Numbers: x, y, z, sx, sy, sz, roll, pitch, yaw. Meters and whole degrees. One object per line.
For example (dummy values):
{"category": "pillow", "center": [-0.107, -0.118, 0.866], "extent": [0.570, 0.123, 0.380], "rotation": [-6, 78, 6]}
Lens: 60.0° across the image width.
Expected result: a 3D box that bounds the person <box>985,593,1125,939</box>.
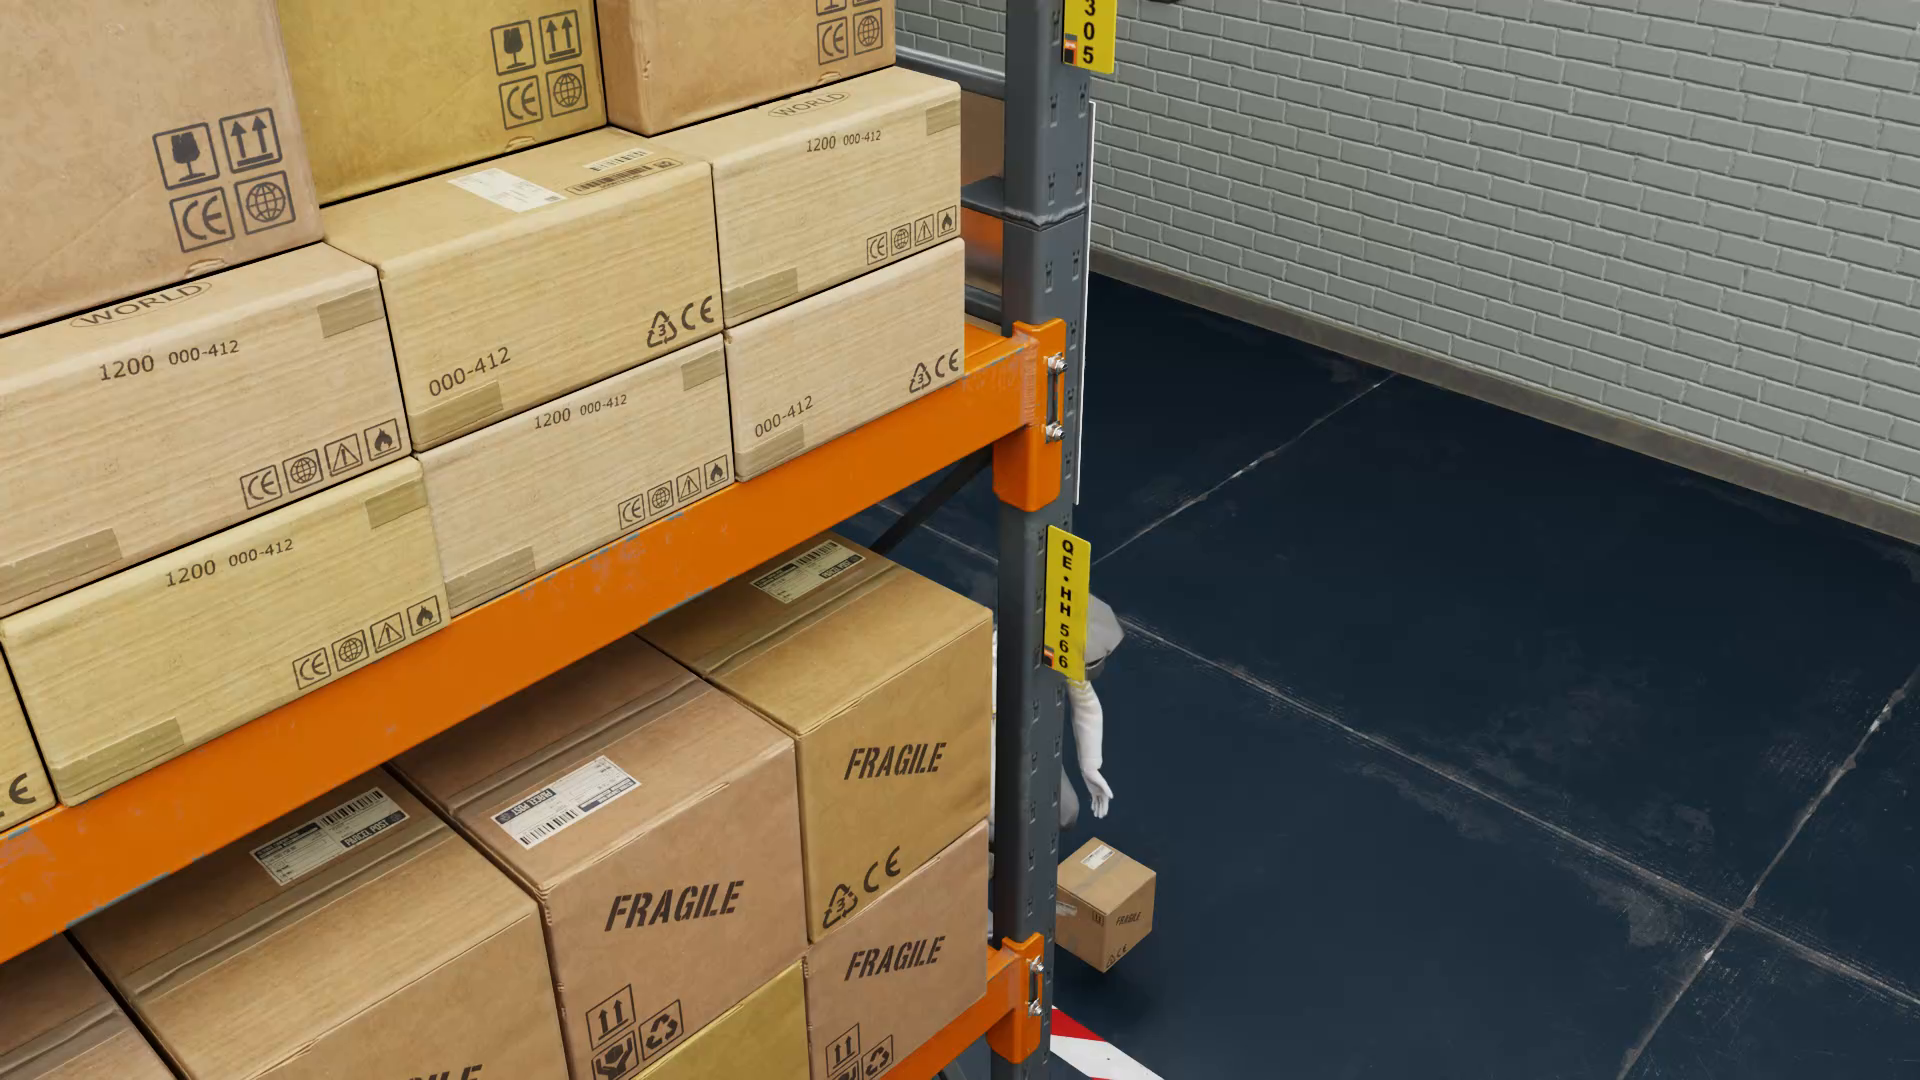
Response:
{"category": "person", "center": [0.189, 0.680, 5.334], "extent": [0.535, 1.349, 0.723], "rotation": [-25, 39, -34]}
